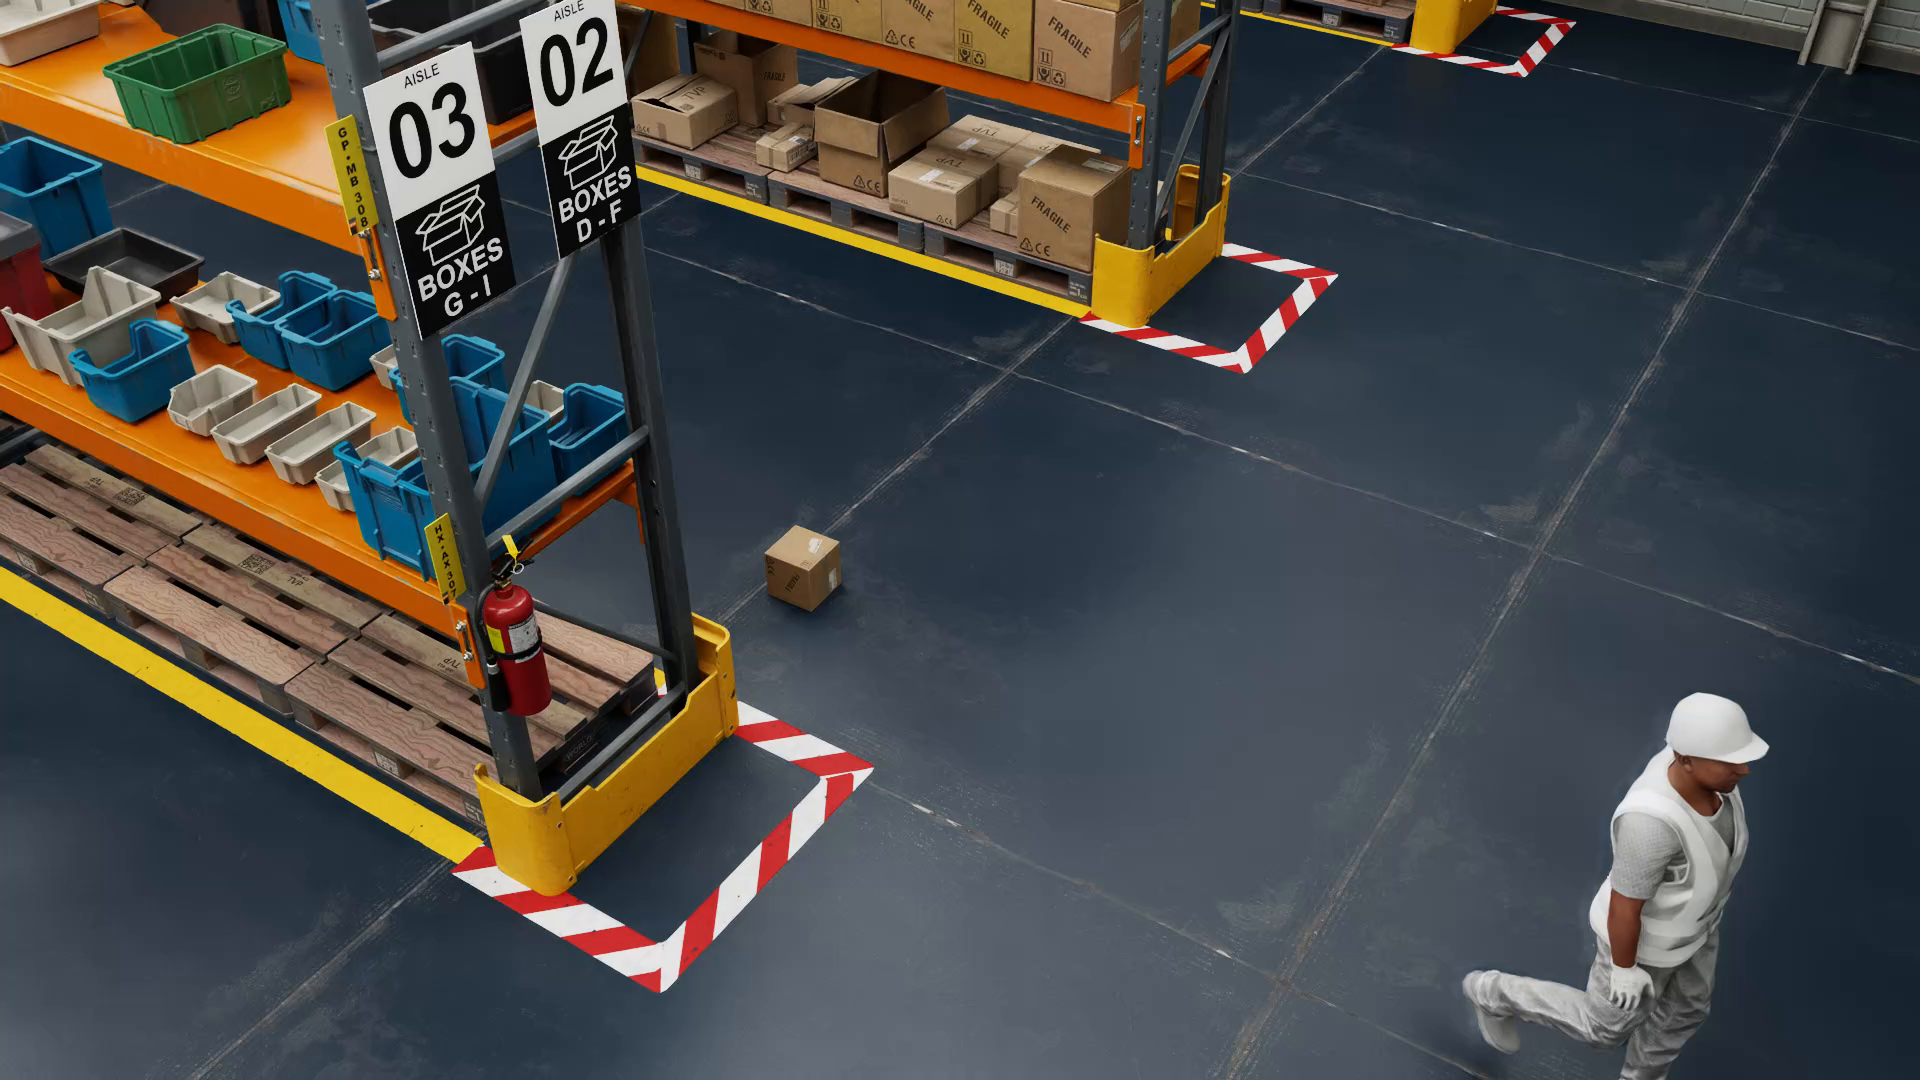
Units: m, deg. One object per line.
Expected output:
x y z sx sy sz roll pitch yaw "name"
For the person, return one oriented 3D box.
2.107 1.165 5.166 0.553 1.761 0.854 -32 48 -34 "person"
